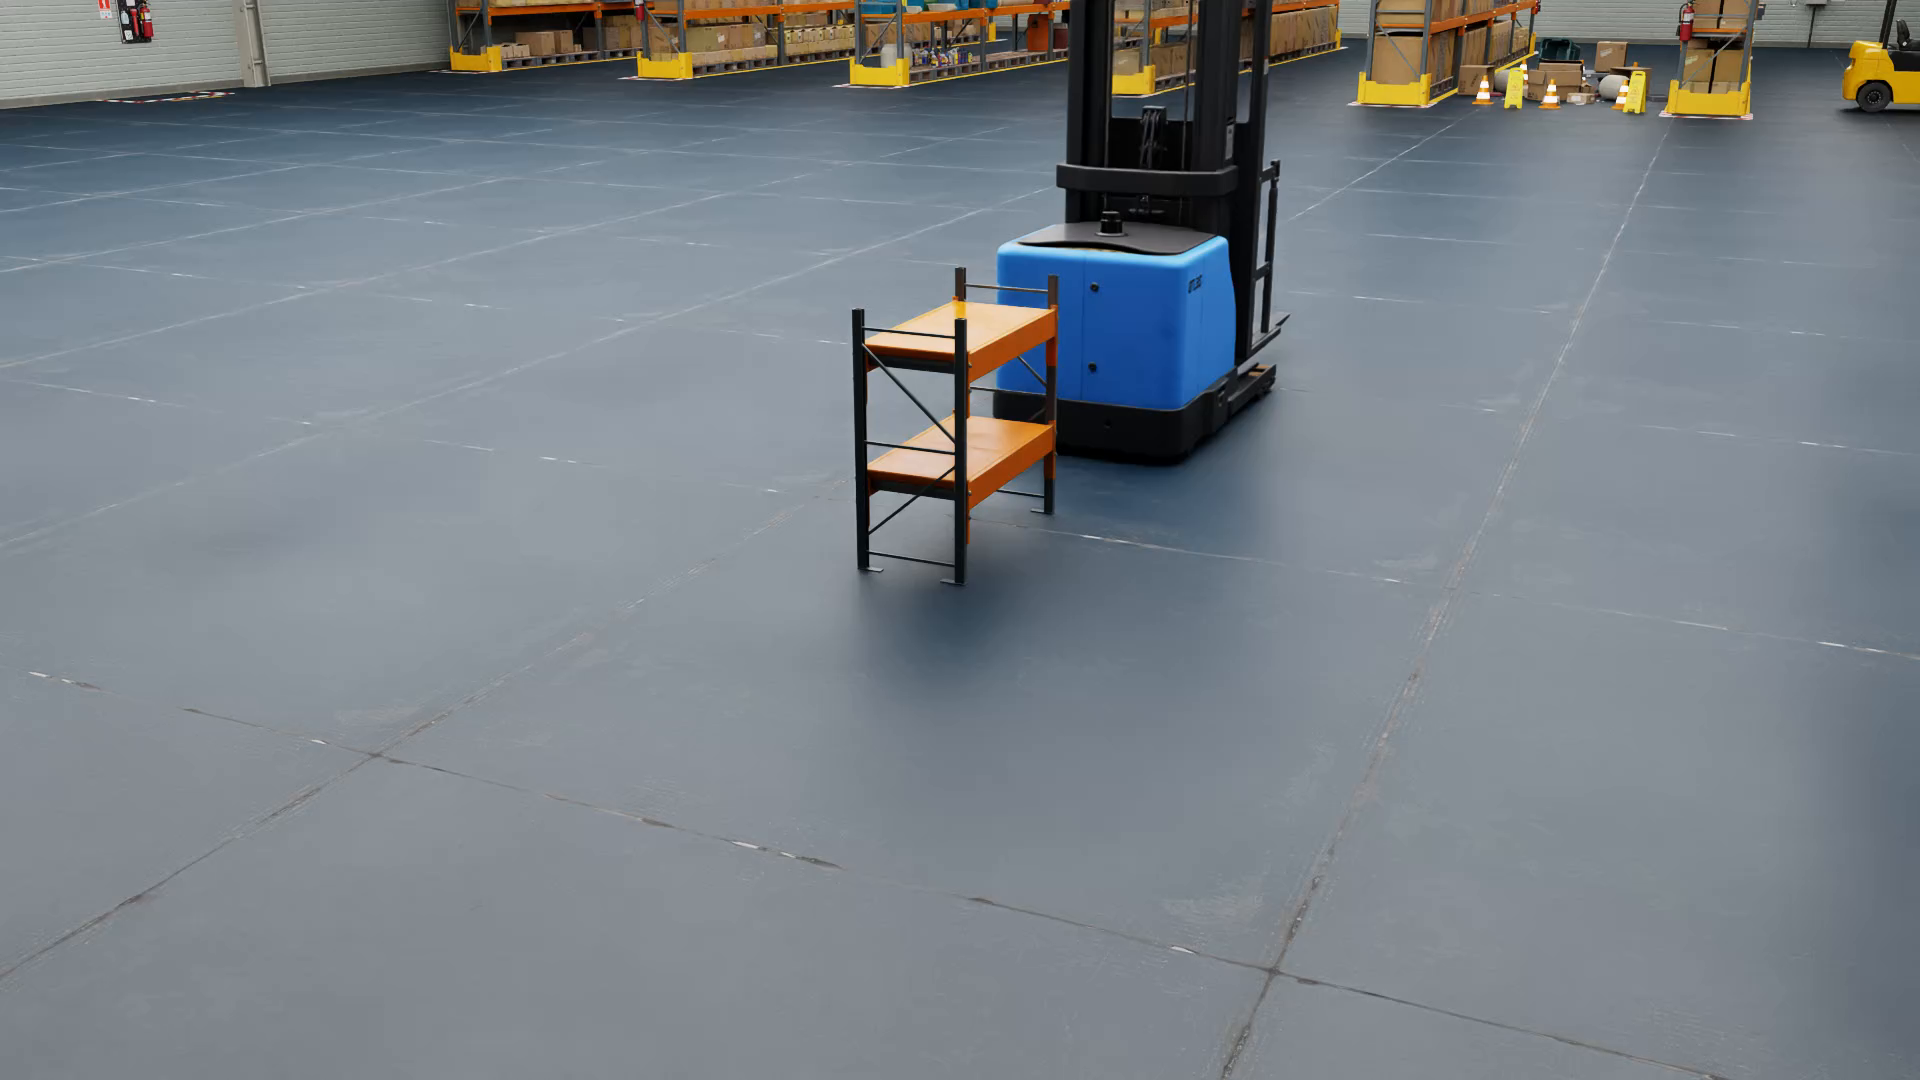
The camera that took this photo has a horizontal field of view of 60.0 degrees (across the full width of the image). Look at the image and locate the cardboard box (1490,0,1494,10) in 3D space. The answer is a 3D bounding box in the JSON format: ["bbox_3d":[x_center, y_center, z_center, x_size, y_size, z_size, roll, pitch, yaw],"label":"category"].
[{"bbox_3d":[10.776,-11.237,34.439,0.500,0.500,0.500,9,21,23],"label":"cardboard box"}]

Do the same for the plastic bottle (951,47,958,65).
[{"bbox_3d":[-0.136,-10.098,34.683,0.144,0.351,0.185,8,21,22],"label":"plastic bottle"}]

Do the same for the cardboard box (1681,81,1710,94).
[{"bbox_3d":[12.093,-7.464,27.457,0.500,0.250,0.500,8,21,22],"label":"cardboard box"}]

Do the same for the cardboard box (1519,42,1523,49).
[{"bbox_3d":[13.500,-12.069,40.556,0.380,0.149,0.250,9,21,24],"label":"cardboard box"}]

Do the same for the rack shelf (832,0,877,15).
[{"bbox_3d":[-1.985,-13.708,42.612,1.077,0.370,4.000,9,21,23],"label":"rack shelf"}]

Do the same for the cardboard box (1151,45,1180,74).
[{"bbox_3d":[3.984,-9.379,32.470,0.500,0.500,0.500,7,21,18],"label":"cardboard box"}]

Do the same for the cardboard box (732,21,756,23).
[{"bbox_3d":[-4.918,-11.370,37.321,0.500,0.500,0.500,9,21,23],"label":"cardboard box"}]

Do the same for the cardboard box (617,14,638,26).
[{"bbox_3d":[-8.290,-12.797,40.929,0.500,0.250,0.500,8,21,21],"label":"cardboard box"}]

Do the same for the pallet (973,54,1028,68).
[{"bbox_3d":[0.860,-10.838,37.630,1.003,0.211,1.213,9,21,23],"label":"pallet"}]

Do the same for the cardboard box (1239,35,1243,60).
[{"bbox_3d":[5.761,-10.726,36.227,0.700,0.500,0.500,7,21,18],"label":"cardboard box"}]

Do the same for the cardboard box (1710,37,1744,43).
[{"bbox_3d":[15.632,-10.112,33.971,0.875,0.875,0.875,8,21,22],"label":"cardboard box"}]

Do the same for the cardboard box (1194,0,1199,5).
[{"bbox_3d":[4.353,-10.911,33.079,0.875,0.500,0.500,9,21,23],"label":"cardboard box"}]

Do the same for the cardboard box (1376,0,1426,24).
[{"bbox_3d":[7.550,-9.109,28.381,0.875,0.550,0.550,9,21,23],"label":"cardboard box"}]

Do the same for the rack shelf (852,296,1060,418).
[{"bbox_3d":[0.003,-0.808,7.188,0.538,0.278,1.000,9,21,23],"label":"rack shelf"}]

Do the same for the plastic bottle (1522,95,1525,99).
[{"bbox_3d":[9.889,-7.839,29.421,0.133,0.061,0.283,1,20,4],"label":"plastic bottle"}]

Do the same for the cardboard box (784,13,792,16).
[{"bbox_3d":[-4.980,-14.957,47.186,0.380,0.149,0.250,9,22,25],"label":"cardboard box"}]

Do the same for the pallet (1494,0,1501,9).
[{"bbox_3d":[10.910,-11.506,35.632,1.213,0.211,1.003,9,21,23],"label":"pallet"}]

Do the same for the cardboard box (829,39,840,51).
[{"bbox_3d":[-3.213,-11.833,39.741,0.500,0.250,0.500,9,22,24],"label":"cardboard box"}]

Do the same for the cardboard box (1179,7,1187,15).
[{"bbox_3d":[4.147,-10.172,31.969,0.380,0.149,0.250,9,21,23],"label":"cardboard box"}]

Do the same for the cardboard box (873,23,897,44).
[{"bbox_3d":[-1.938,-12.879,42.280,0.500,0.500,0.500,8,21,22],"label":"cardboard box"}]

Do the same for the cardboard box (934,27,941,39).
[{"bbox_3d":[-0.797,-13.698,44.865,0.500,0.311,0.500,9,21,23],"label":"cardboard box"}]

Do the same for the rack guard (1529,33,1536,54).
[{"bbox_3d":[13.961,-12.609,42.177,1.175,0.500,0.348,9,21,23],"label":"rack guard"}]

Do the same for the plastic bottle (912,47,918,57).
[{"bbox_3d":[-0.961,-10.057,34.569,0.144,0.351,0.185,10,22,25],"label":"plastic bottle"}]

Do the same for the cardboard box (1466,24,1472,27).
[{"bbox_3d":[10.757,-10.983,35.858,0.500,0.250,0.500,8,21,21],"label":"cardboard box"}]

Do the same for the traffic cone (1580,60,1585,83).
[{"bbox_3d":[12.072,-9.095,32.352,0.336,0.463,0.334,9,21,23],"label":"traffic cone"}]

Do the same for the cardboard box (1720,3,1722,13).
[{"bbox_3d":[12.385,-8.966,27.611,0.500,0.500,0.500,8,21,22],"label":"cardboard box"}]

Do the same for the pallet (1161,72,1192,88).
[{"bbox_3d":[3.853,-8.955,32.333,1.003,0.211,1.213,9,21,23],"label":"pallet"}]

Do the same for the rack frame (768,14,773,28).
[{"bbox_3d":[-5.687,-15.337,46.119,1.000,3.000,0.127,9,21,23],"label":"rack frame"}]

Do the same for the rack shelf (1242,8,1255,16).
[{"bbox_3d":[5.413,-11.125,35.349,1.077,0.370,4.000,9,21,23],"label":"rack shelf"}]

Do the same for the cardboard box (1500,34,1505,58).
[{"bbox_3d":[11.856,-11.033,37.120,0.500,0.500,0.500,8,21,22],"label":"cardboard box"}]

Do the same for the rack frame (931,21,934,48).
[{"bbox_3d":[-1.166,-14.659,44.211,1.000,3.000,0.127,9,21,23],"label":"rack frame"}]

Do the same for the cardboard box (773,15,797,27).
[{"bbox_3d":[-5.078,-14.725,47.501,0.700,0.500,0.500,8,21,22],"label":"cardboard box"}]

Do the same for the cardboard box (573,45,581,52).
[{"bbox_3d":[-9.155,-11.596,39.172,0.380,0.166,0.250,6,20,16],"label":"cardboard box"}]

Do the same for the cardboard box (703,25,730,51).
[{"bbox_3d":[-5.261,-10.687,35.401,0.500,0.500,0.500,9,21,23],"label":"cardboard box"}]

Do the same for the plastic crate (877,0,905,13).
[{"bbox_3d":[-1.359,-10.631,33.108,0.499,0.251,0.408,9,21,23],"label":"plastic crate"}]

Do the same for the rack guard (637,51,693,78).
[{"bbox_3d":[-6.090,-9.805,34.294,1.175,0.500,0.348,9,21,23],"label":"rack guard"}]

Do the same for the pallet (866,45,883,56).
[{"bbox_3d":[-2.464,-12.345,41.867,1.003,0.211,1.213,9,21,23],"label":"pallet"}]

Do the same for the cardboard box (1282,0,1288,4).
[{"bbox_3d":[7.302,-12.702,38.558,0.500,0.500,0.500,9,21,23],"label":"cardboard box"}]

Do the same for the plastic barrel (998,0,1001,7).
[{"bbox_3d":[0.757,-11.851,36.521,0.301,0.262,0.301,0,20,0],"label":"plastic barrel"}]

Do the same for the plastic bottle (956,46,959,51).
[{"bbox_3d":[-0.057,-10.275,35.181,0.144,0.351,0.185,9,21,23],"label":"plastic bottle"}]

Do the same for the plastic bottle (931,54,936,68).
[{"bbox_3d":[-0.536,-9.743,33.803,0.097,0.271,0.097,0,20,0],"label":"plastic bottle"}]

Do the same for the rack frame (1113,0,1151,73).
[{"bbox_3d":[2.956,-9.630,30.071,1.000,3.000,0.127,9,21,23],"label":"rack frame"}]

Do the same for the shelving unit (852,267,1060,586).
[{"bbox_3d":[0.003,-0.532,7.286,0.538,1.125,1.048,9,21,23],"label":"shelving unit"}]

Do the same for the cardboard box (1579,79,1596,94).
[{"bbox_3d":[11.343,-8.250,30.271,0.258,0.266,0.396,-5,20,-15],"label":"cardboard box"}]

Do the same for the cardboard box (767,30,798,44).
[{"bbox_3d":[-4.045,-11.472,37.890,0.500,0.311,0.500,9,21,23],"label":"cardboard box"}]

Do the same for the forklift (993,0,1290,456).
[{"bbox_3d":[1.247,-2.260,9.450,1.130,2.935,3.031,9,21,23],"label":"forklift"}]

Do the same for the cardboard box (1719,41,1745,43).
[{"bbox_3d":[13.638,-8.531,29.338,0.500,0.500,0.500,8,21,22],"label":"cardboard box"}]

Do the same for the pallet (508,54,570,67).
[{"bbox_3d":[-9.704,-10.994,38.066,1.003,0.211,1.213,9,21,23],"label":"pallet"}]

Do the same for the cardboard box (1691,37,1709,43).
[{"bbox_3d":[12.282,-8.310,27.749,0.380,0.149,0.250,9,21,24],"label":"cardboard box"}]

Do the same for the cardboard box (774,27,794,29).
[{"bbox_3d":[-4.124,-11.855,38.967,0.500,0.311,0.500,8,21,23],"label":"cardboard box"}]

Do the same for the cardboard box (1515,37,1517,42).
[{"bbox_3d":[13.130,-11.981,39.864,0.380,0.149,0.250,10,22,25],"label":"cardboard box"}]
